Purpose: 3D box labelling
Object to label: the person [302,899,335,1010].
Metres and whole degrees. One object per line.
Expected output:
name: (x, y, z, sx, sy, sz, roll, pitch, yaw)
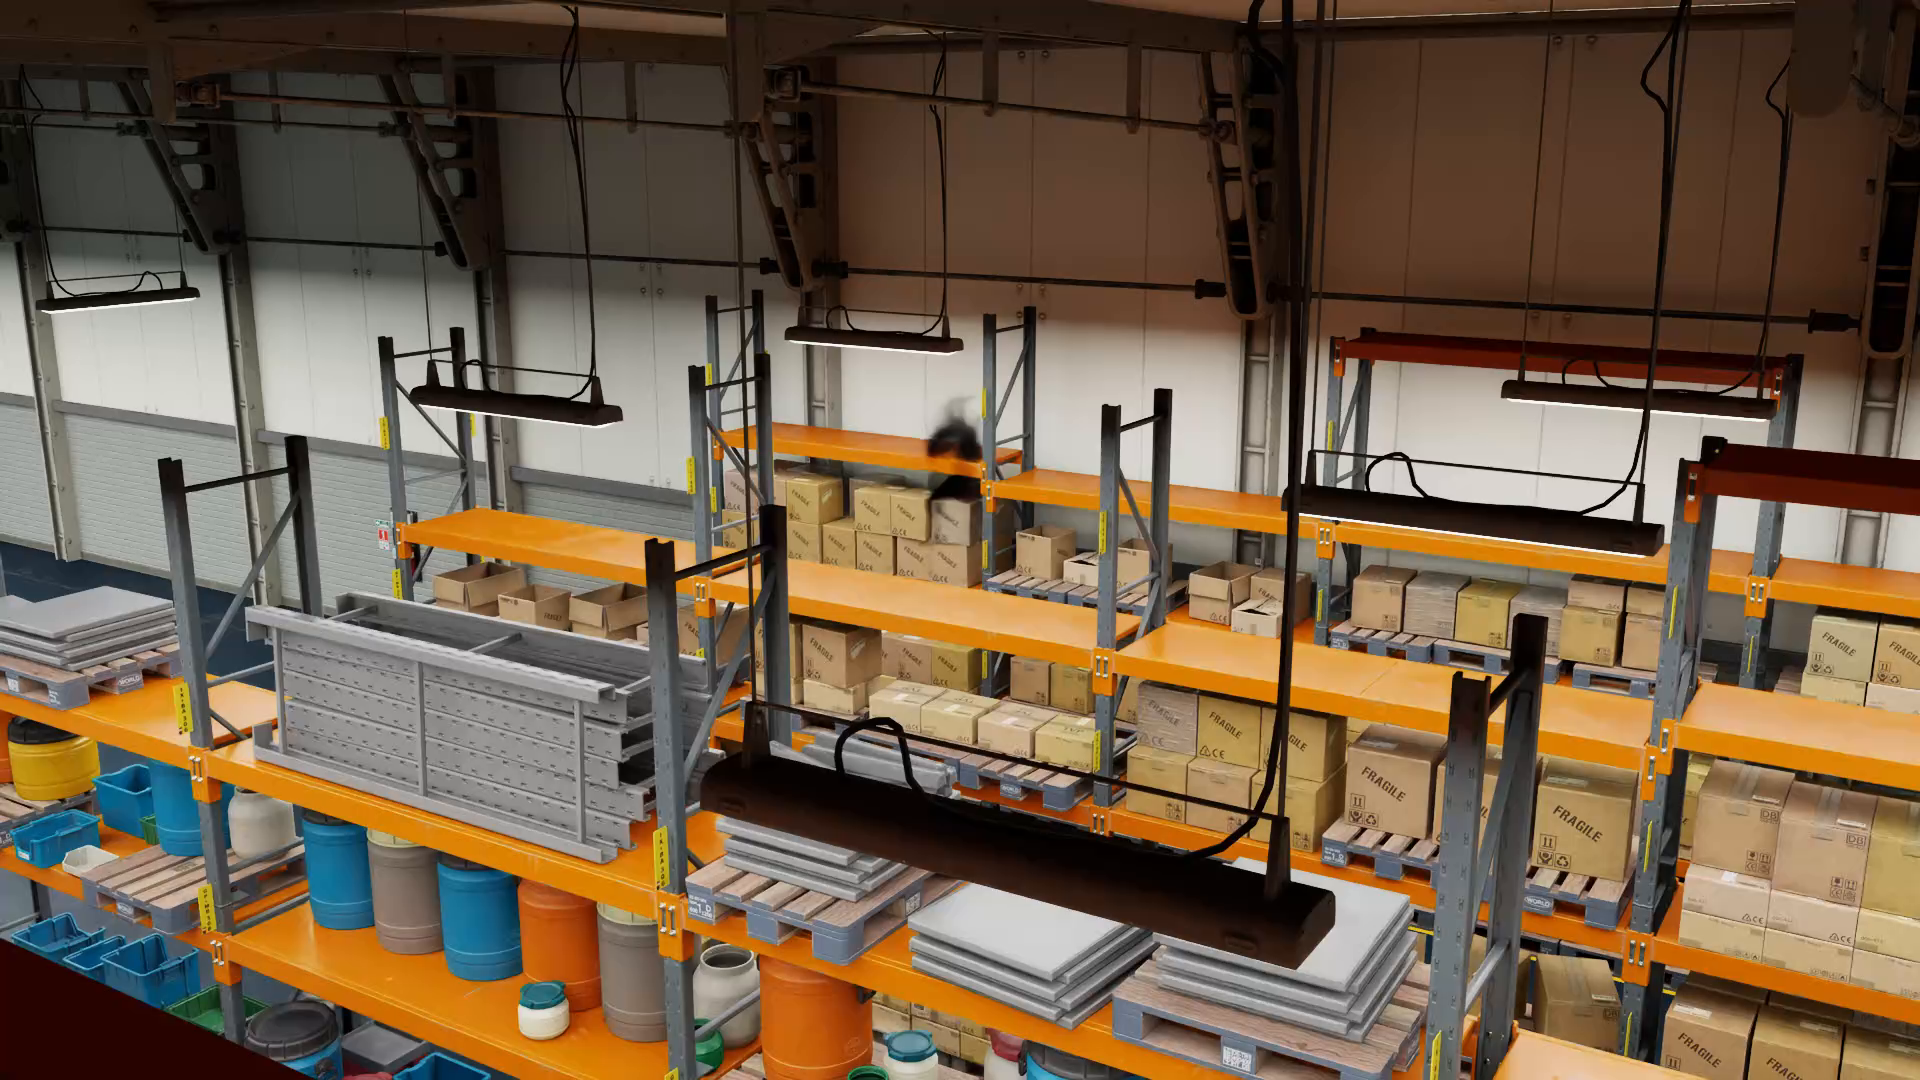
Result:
person: (-5.368, 3.823, 14.148, 0.780, 1.748, 0.663, 5, 15, 19)
